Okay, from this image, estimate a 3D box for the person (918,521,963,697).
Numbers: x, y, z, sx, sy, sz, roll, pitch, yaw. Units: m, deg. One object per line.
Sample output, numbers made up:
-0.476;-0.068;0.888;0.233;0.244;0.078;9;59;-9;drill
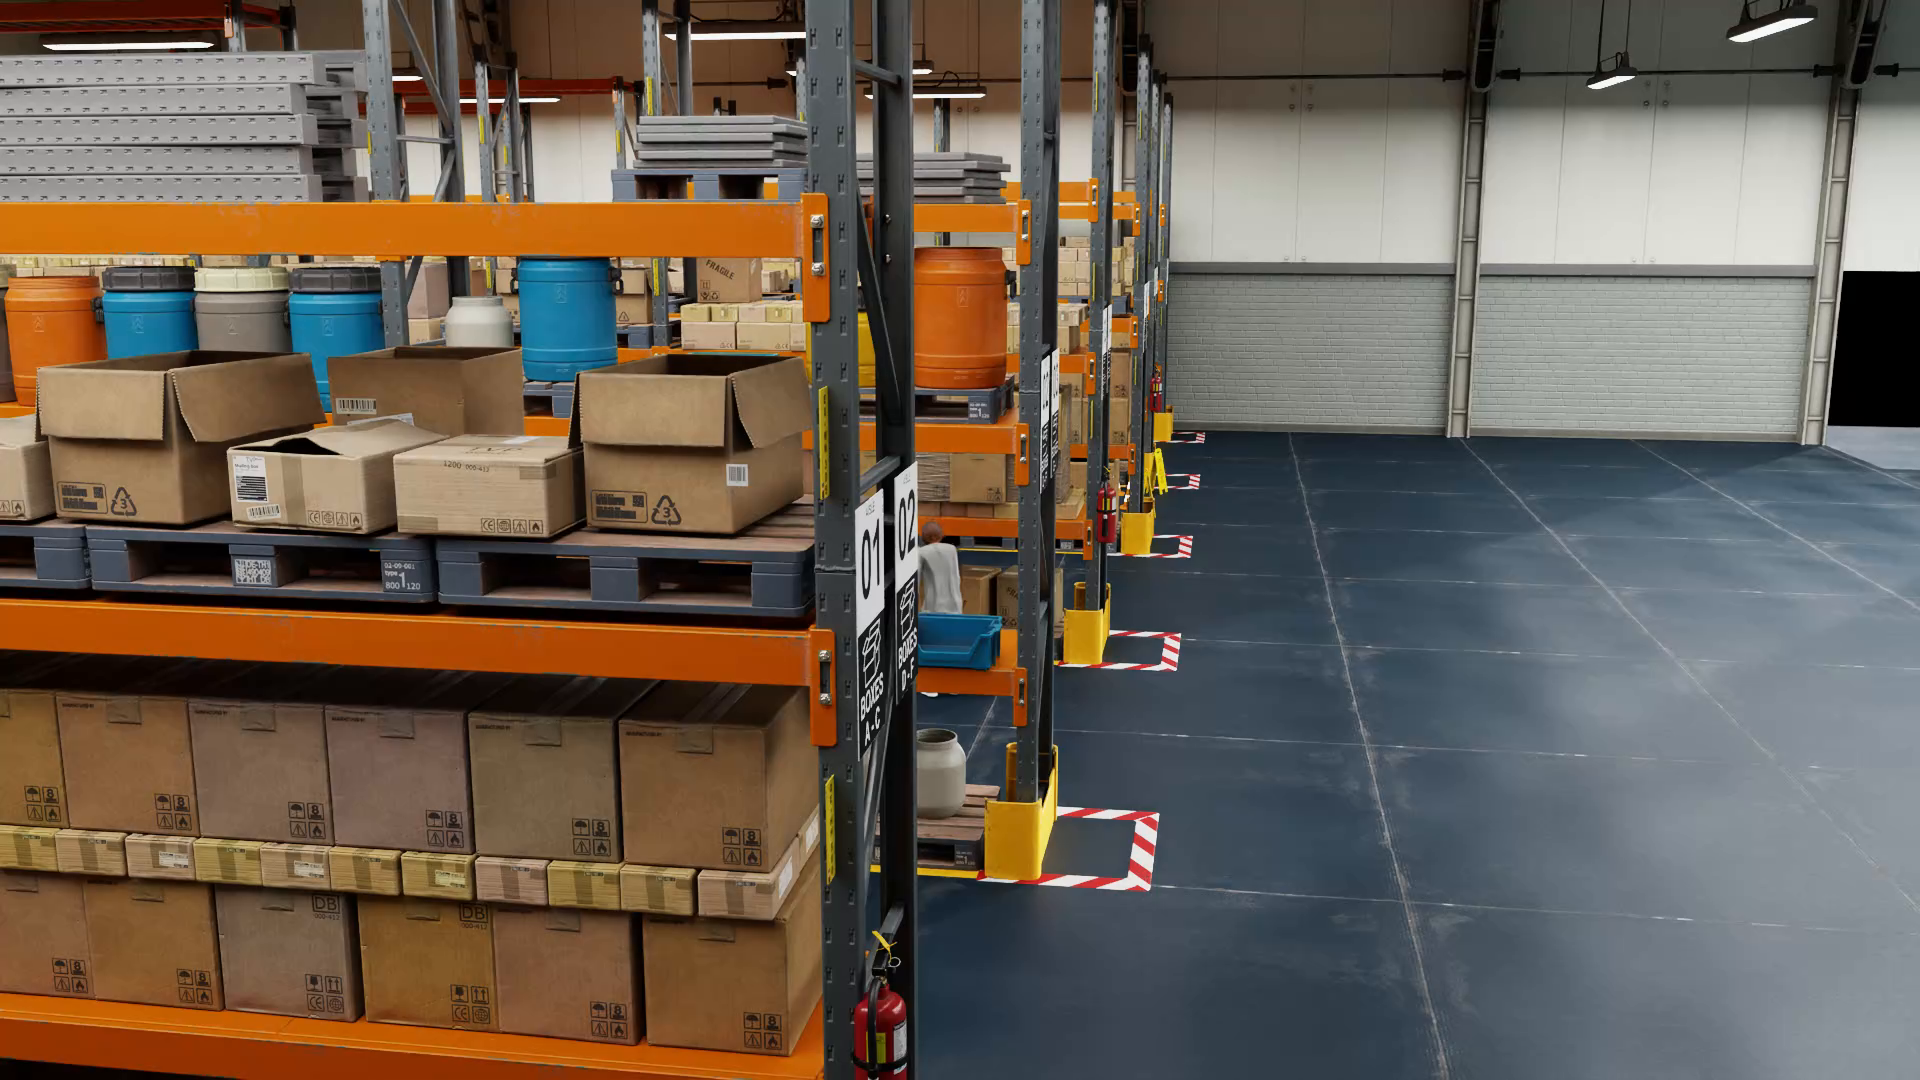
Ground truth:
-0.203;0.602;14.097;0.447;1.463;0.497;-3;12;-16;person
